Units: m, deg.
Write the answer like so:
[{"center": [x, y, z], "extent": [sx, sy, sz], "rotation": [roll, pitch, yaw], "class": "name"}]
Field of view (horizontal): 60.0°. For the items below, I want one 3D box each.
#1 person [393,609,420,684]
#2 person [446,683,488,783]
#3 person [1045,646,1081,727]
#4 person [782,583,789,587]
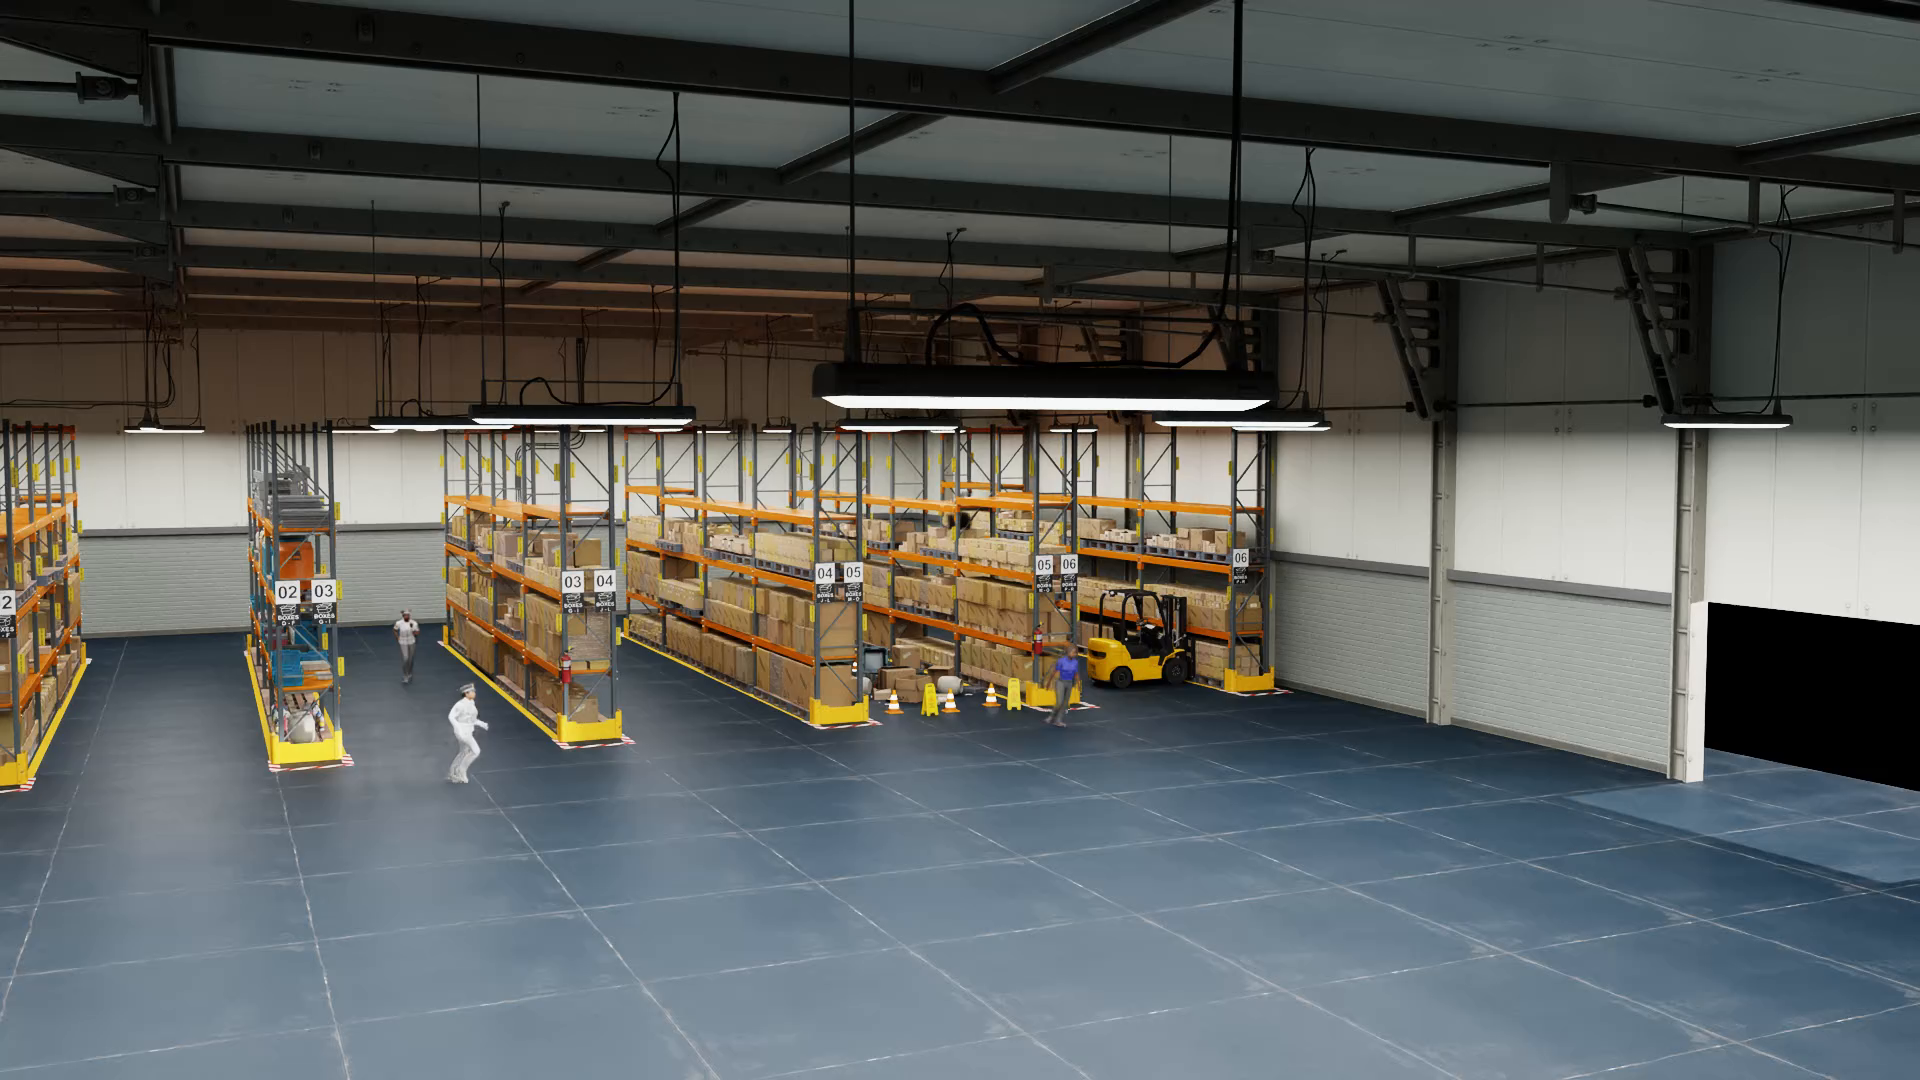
[{"center": [-12.871, 2.451, 38.718], "extent": [0.582, 1.737, 0.742], "rotation": [-2, 4, -24], "class": "person"}, {"center": [-8.165, 3.180, 27.428], "extent": [0.702, 1.651, 0.567], "rotation": [0, 4, 5], "class": "person"}, {"center": [2.022, 2.877, 32.740], "extent": [0.613, 1.627, 0.530], "rotation": [-2, 4, -29], "class": "person"}, {"center": [-4.615, 1.974, 45.772], "extent": [0.860, 1.760, 0.615], "rotation": [2, 4, 31], "class": "person"}]
